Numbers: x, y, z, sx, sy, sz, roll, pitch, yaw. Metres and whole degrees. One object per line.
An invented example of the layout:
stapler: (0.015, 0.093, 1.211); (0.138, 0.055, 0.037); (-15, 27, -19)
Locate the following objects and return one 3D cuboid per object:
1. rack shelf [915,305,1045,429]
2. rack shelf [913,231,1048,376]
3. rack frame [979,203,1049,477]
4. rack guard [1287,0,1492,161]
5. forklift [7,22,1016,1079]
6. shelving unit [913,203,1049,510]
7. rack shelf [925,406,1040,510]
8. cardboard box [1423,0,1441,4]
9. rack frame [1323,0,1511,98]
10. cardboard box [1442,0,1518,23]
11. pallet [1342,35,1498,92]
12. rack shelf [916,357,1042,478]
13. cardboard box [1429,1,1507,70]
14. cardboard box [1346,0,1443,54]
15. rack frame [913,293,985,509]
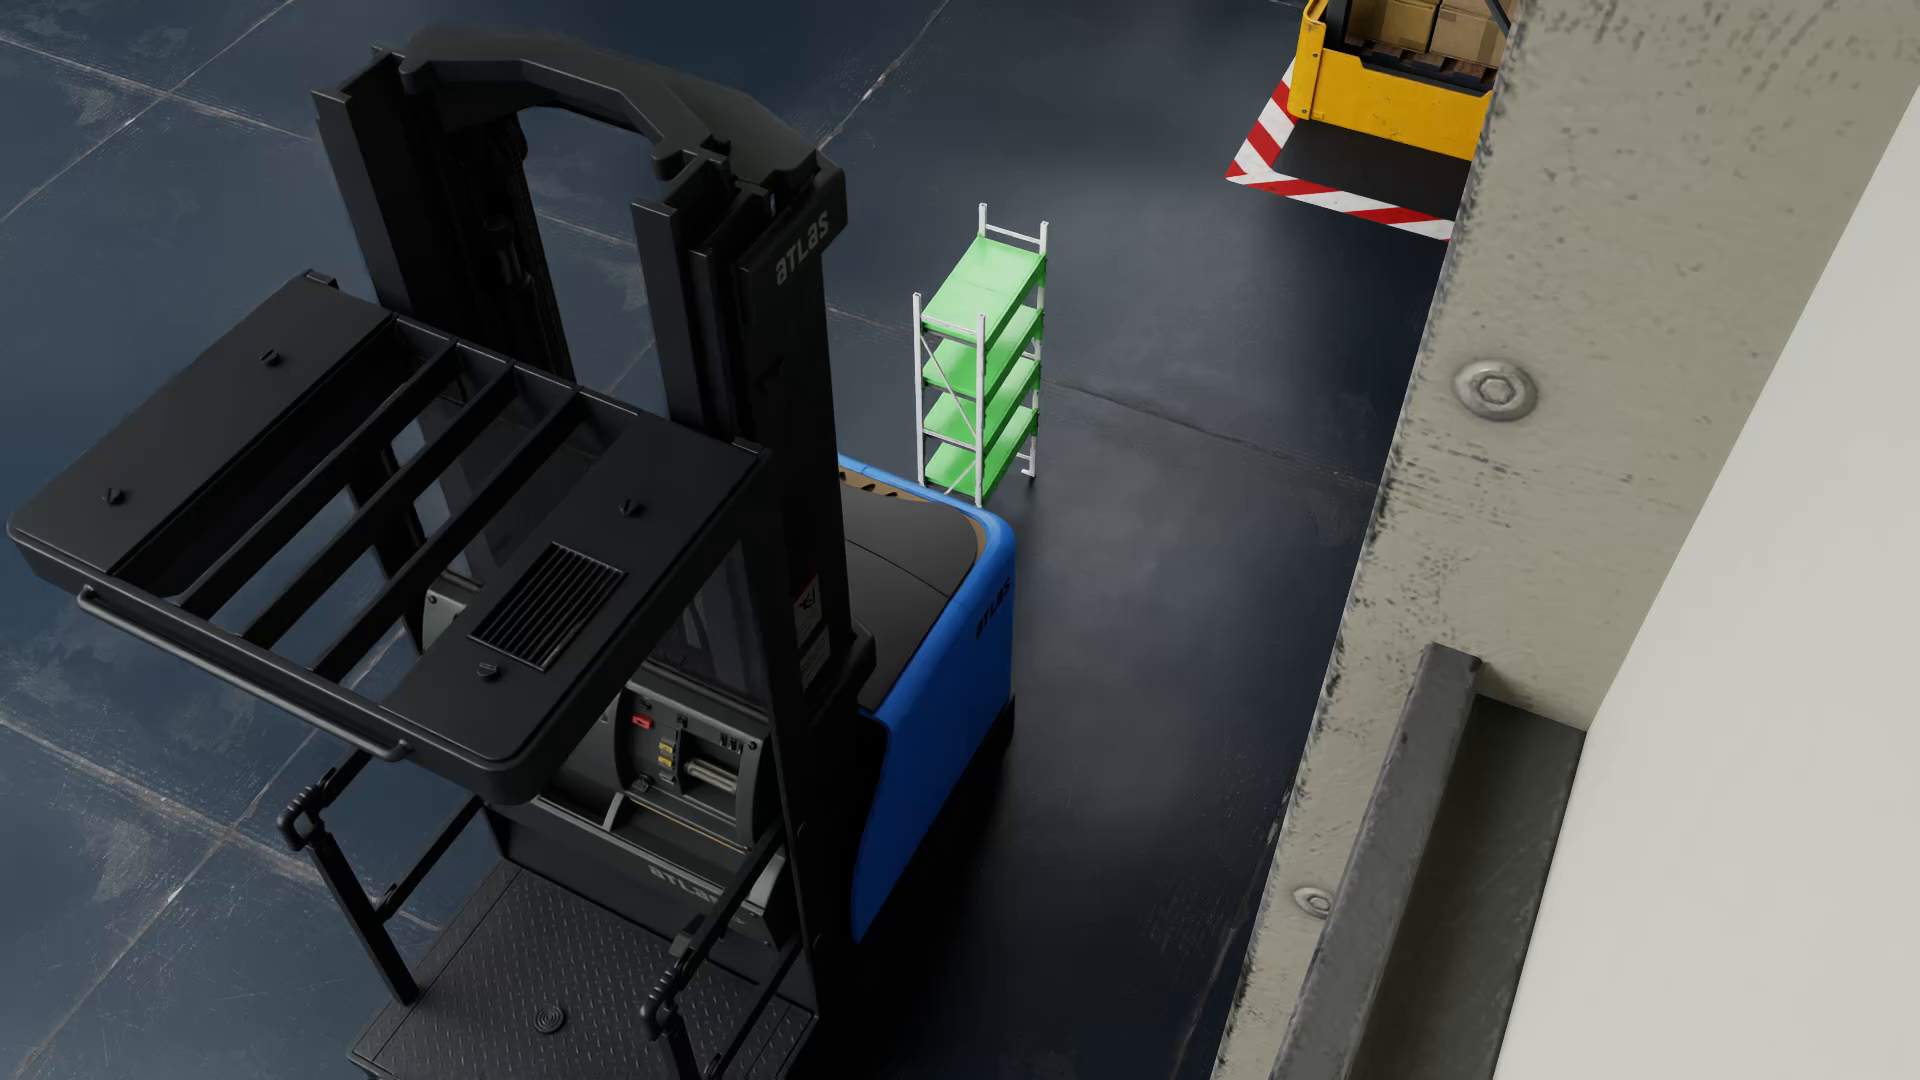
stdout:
rack shelf: (0.071, -0.617, 5.585); (0.258, 0.148, 0.480); (20, 52, 16)
rack shelf: (0.071, -0.772, 5.402); (0.258, 0.148, 0.480); (20, 52, 16)
rack frame: (0.175, -0.671, 5.862); (0.240, 1.200, 0.015); (20, 52, 16)
rack guard: (2.113, -2.087, 7.527); (1.175, 0.500, 0.348); (20, 52, 16)
forklift: (-0.951, 0.524, 3.709); (1.130, 2.935, 3.031); (22, 53, 17)
shelving unit: (0.071, -0.503, 5.719); (0.258, 1.200, 0.503); (20, 52, 16)
rack shelf: (0.071, -0.306, 5.951); (0.258, 0.148, 0.480); (20, 52, 16)
cardboard box: (2.049, -2.758, 7.658); (0.500, 0.250, 0.500); (19, 52, 16)
rack frame: (2.123, -2.914, 6.589); (1.000, 3.000, 0.127); (20, 52, 16)
cardboard box: (2.512, -2.577, 7.504); (0.500, 0.250, 0.500); (21, 53, 17)
pallet: (2.412, -2.551, 8.111); (1.003, 0.211, 1.213); (20, 52, 16)
rack shelf: (0.071, -0.461, 5.768); (0.258, 0.148, 0.480); (20, 52, 16)
cardboard box: (2.510, -2.434, 7.710); (0.500, 0.250, 0.500); (20, 52, 16)
cardboard box: (2.039, -2.585, 7.839); (0.500, 0.250, 0.500); (20, 53, 16)
rack frame: (-0.034, -0.335, 5.576); (0.240, 1.200, 0.015); (20, 52, 16)
